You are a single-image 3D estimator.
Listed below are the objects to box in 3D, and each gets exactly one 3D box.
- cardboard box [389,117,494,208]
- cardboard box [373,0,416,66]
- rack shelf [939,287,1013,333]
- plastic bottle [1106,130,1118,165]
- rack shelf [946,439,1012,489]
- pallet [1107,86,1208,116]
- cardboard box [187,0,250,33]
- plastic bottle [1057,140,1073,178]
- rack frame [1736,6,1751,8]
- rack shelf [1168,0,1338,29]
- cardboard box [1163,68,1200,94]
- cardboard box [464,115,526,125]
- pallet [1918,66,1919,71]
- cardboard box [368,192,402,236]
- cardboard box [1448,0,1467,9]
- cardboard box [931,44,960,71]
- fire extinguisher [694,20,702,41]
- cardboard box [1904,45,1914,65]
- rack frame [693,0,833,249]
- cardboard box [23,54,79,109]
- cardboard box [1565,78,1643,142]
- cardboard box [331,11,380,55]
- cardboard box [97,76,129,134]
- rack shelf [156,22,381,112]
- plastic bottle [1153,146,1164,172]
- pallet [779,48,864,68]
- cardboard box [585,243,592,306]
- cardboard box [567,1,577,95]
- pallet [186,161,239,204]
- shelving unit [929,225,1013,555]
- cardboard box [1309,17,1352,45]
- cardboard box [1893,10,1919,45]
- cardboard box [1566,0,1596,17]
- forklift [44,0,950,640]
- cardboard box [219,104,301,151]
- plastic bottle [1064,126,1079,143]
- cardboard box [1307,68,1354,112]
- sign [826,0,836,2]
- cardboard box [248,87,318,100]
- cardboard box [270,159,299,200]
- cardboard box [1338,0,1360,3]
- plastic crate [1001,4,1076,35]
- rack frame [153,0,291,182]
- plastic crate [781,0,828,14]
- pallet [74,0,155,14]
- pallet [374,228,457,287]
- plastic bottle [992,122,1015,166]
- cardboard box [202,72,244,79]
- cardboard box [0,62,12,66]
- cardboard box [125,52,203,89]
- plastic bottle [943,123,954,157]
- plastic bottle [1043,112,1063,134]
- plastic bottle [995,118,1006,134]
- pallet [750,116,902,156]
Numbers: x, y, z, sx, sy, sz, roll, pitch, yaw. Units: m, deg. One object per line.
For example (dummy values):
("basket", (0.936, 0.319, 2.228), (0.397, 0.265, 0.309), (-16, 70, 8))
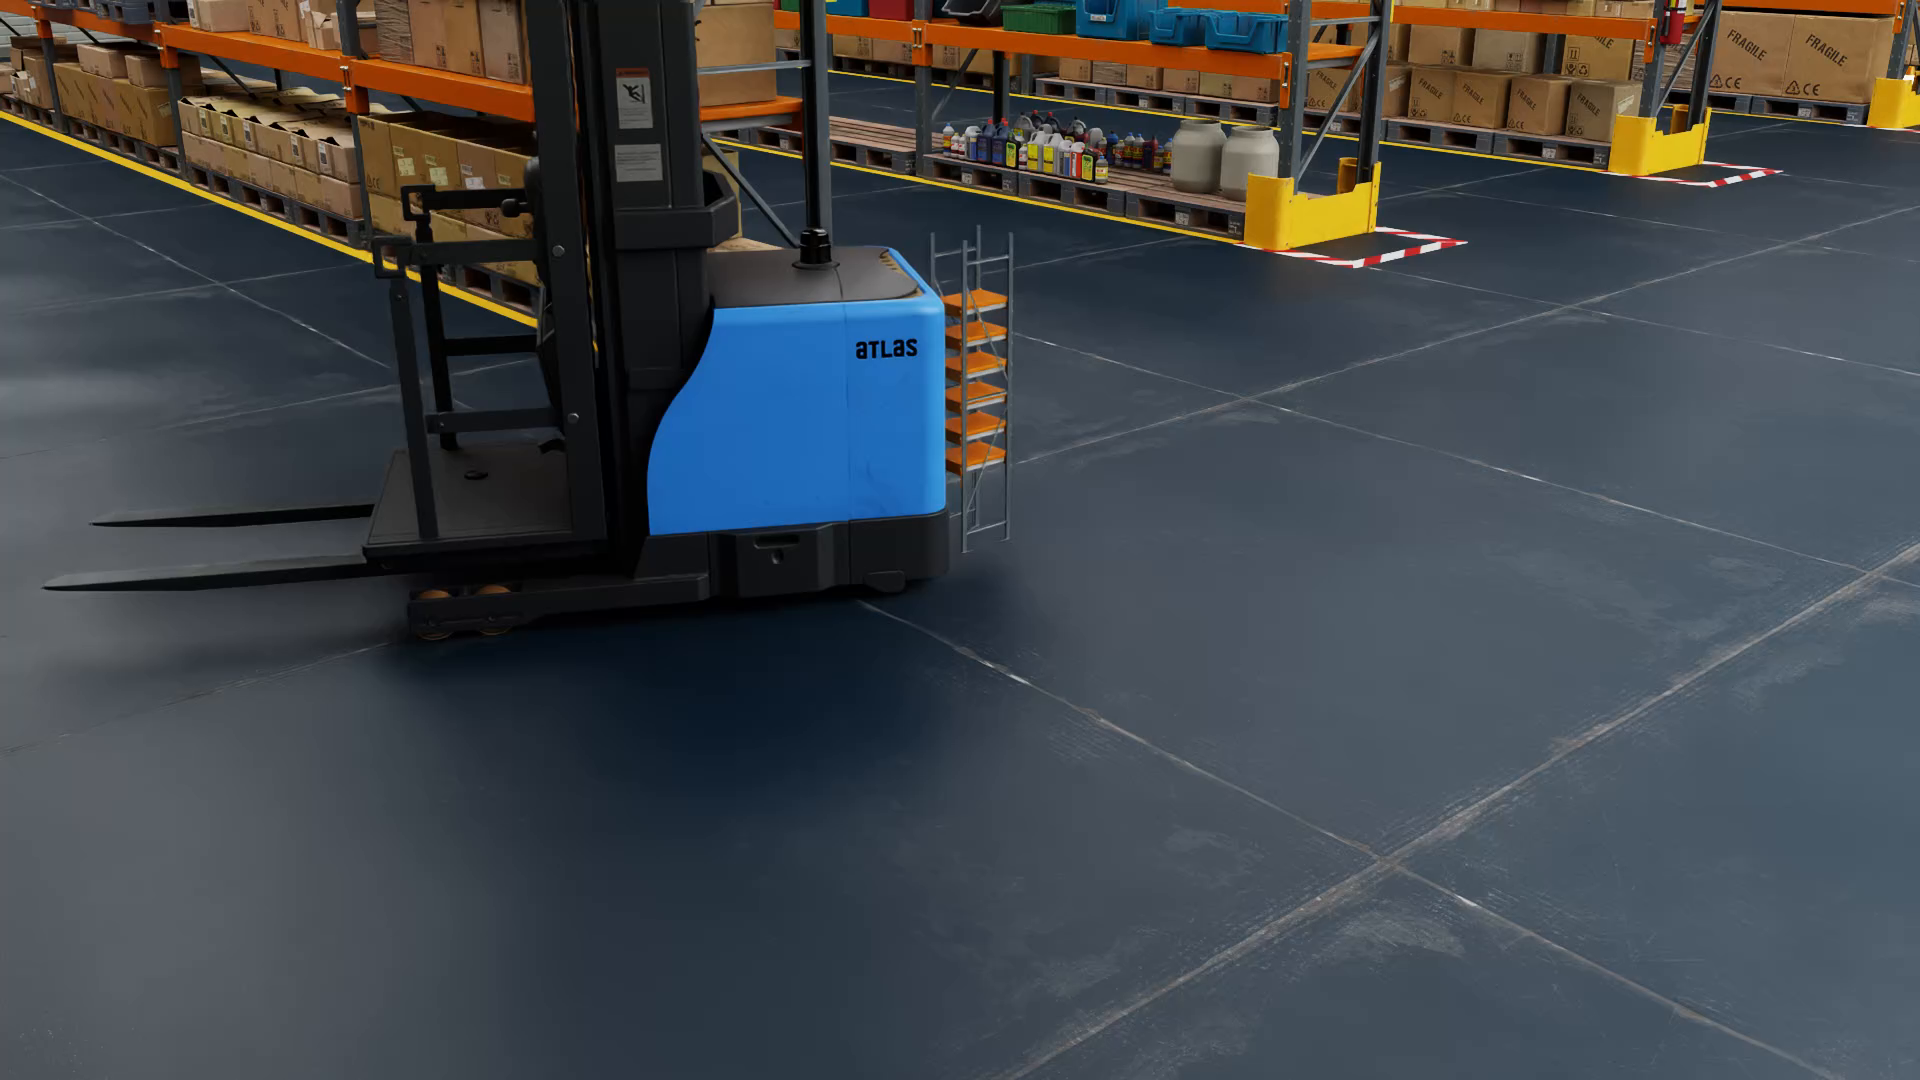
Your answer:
("cardboard box", (-3.329, -2.444, 10.778), (0.500, 0.500, 0.500), (-17, 27, -37))
("cardboard box", (-3.433, -3.444, 11.028), (0.700, 0.500, 0.500), (-18, 28, -39))
("rack shelf", (0.041, -0.850, 6.145), (0.258, 0.103, 0.180), (-17, 27, -37))
("plastic bottle", (1.270, -3.280, 13.883), (0.097, 0.271, 0.097), (0, 21, 0))
("rack shelf", (0.041, -0.292, 6.364), (0.258, 0.103, 0.180), (-17, 27, -37))
("pallet", (2.470, -5.130, 19.292), (1.003, 0.211, 1.213), (-17, 27, -37))
("cardboard box", (-5.901, -4.289, 13.445), (0.500, 0.311, 0.500), (-18, 28, -38))
("plastic bottle", (0.874, -3.046, 13.280), (0.152, 0.276, 0.135), (-18, 28, -39))
("rack frame", (11.288, -8.235, 23.397), (1.000, 3.000, 0.127), (-17, 27, -37))
("rack shelf", (2.475, -6.094, 18.916), (1.077, 0.370, 4.000), (-17, 27, -37))
("cardboard box", (2.733, -5.383, 18.938), (0.500, 0.500, 0.700), (20, 29, 41))
("cardboard box", (-2.941, -2.566, 11.090), (0.500, 0.500, 0.500), (-17, 27, -37))
("pallet", (13.346, -6.086, 21.732), (1.003, 0.211, 1.213), (-17, 27, -37))
("cardboard box", (-3.654, -2.234, 11.269), (0.500, 0.250, 0.500), (-17, 27, -37))
("cardboard box", (4.879, -5.159, 15.886), (0.380, 0.149, 0.250), (-17, 27, -37))
("cardboard box", (0.158, -6.631, 21.639), (1.225, 0.875, 0.875), (-17, 27, -37))
("fire extinguisher", (-1.391, -2.235, 8.182), (0.296, 0.674, 0.183), (-17, 27, -37))
("cardboard box", (12.489, -6.493, 22.143), (0.500, 0.250, 0.500), (-19, 28, -39))
("rack frame", (-1.116, -2.414, 8.534), (1.000, 3.000, 0.127), (-17, 27, -37))
("cardboard box", (-9.536, -4.860, 17.604), (0.500, 0.500, 0.500), (-17, 27, -37))
("cardboard box", (5.996, -3.979, 15.382), (0.500, 0.500, 0.500), (-12, 24, -28))
("cardboard box", (-4.082, -3.575, 11.704), (0.500, 0.250, 0.500), (-15, 26, -34))
("cardboard box", (-7.811, -4.154, 15.801), (0.500, 0.500, 0.500), (-19, 28, -39))
("rack shelf", (-5.033, -3.737, 12.898), (1.077, 0.370, 4.000), (-17, 27, -37))
("plastic bottle", (1.624, -3.098, 13.513), (0.097, 0.201, 0.097), (0, 21, 0))
("pallet", (-1.879, -7.017, 24.110), (1.003, 0.211, 1.213), (-17, 27, -37))
("cardboard box", (-2.025, -1.542, 9.503), (0.500, 0.250, 0.500), (-17, 27, -37))
("cardboard box", (-1.758, -2.736, 9.220), (0.700, 0.500, 0.500), (-17, 27, -36))
("pallet", (-5.830, -3.089, 14.081), (1.003, 0.211, 1.213), (-17, 27, -37))
("shelving unit", (0.041, -0.557, 6.260), (0.258, 1.200, 0.189), (-17, 27, -37))
("cardboard box", (5.322, -7.093, 22.988), (1.050, 0.750, 0.750), (-18, 28, -38))
("cardboard box", (12.511, -6.838, 21.997), (0.500, 0.500, 0.500), (-18, 28, -39))
("cardboard box", (5.684, -4.810, 14.995), (0.380, 0.149, 0.250), (-17, 27, -37))
("forklift", (-1.609, -1.237, 5.622), (3.031, 2.935, 1.130), (-5, 22, -11))
("cardboard box", (-5.538, -3.301, 13.225), (0.500, 0.311, 0.500), (-18, 28, -39))
("plastic bottle", (0.942, -3.354, 14.056), (0.061, 0.283, 0.133), (-17, 27, -37))
("cardboard box", (4.011, -4.788, 17.447), (0.500, 0.500, 0.500), (-18, 28, -39))
("sign", (-0.692, -2.984, 8.695), (0.100, 0.325, 0.005), (-17, 27, -37))
("cardboard box", (-5.810, -3.714, 14.280), (0.500, 0.311, 0.500), (-17, 27, -36))
("cardboard box", (-4.880, -2.761, 12.615), (0.500, 0.250, 0.500), (-17, 27, -36))
("cardboard box", (4.030, -5.494, 16.741), (0.380, 0.149, 0.250), (-17, 27, -37))
("plastic crate", (0.700, -4.156, 13.273), (0.450, 0.188, 0.662), (-17, 27, -37))
("rack frame", (-6.338, -4.624, 14.177), (1.000, 3.000, 0.127), (-17, 27, -37))
("plastic crate", (-1.323, -5.012, 15.459), (0.450, 0.188, 0.662), (-17, 27, -37))
("pallet", (-7.611, -5.071, 15.581), (1.003, 0.211, 1.213), (-17, 27, -37))
("pallet", (-3.240, -1.991, 11.278), (1.003, 0.211, 1.213), (-17, 27, -37))
("plastic bottle", (0.364, -3.295, 13.812), (0.144, 0.351, 0.185), (-19, 28, -40))
("cardboard box", (-7.088, -4.142, 15.770), (0.500, 0.500, 0.500), (-18, 28, -38))
("cardboard box", (-11.094, -5.403, 19.333), (0.500, 0.250, 0.500), (-17, 27, -37))
("cardboard box", (-7.166, -4.231, 14.970), (0.500, 0.250, 0.500), (-16, 27, -35))
("plastic bottle", (-0.096, -3.439, 14.290), (0.097, 0.271, 0.097), (0, 21, 0))
("plastic bottle", (0.792, -3.506, 14.352), (0.144, 0.351, 0.185), (-19, 28, -40))
("plastic bottle", (0.350, -3.381, 14.032), (0.144, 0.351, 0.185), (-17, 27, -37))
("pallet", (-1.315, -3.944, 16.263), (1.003, 0.211, 1.213), (-17, 27, -37))
